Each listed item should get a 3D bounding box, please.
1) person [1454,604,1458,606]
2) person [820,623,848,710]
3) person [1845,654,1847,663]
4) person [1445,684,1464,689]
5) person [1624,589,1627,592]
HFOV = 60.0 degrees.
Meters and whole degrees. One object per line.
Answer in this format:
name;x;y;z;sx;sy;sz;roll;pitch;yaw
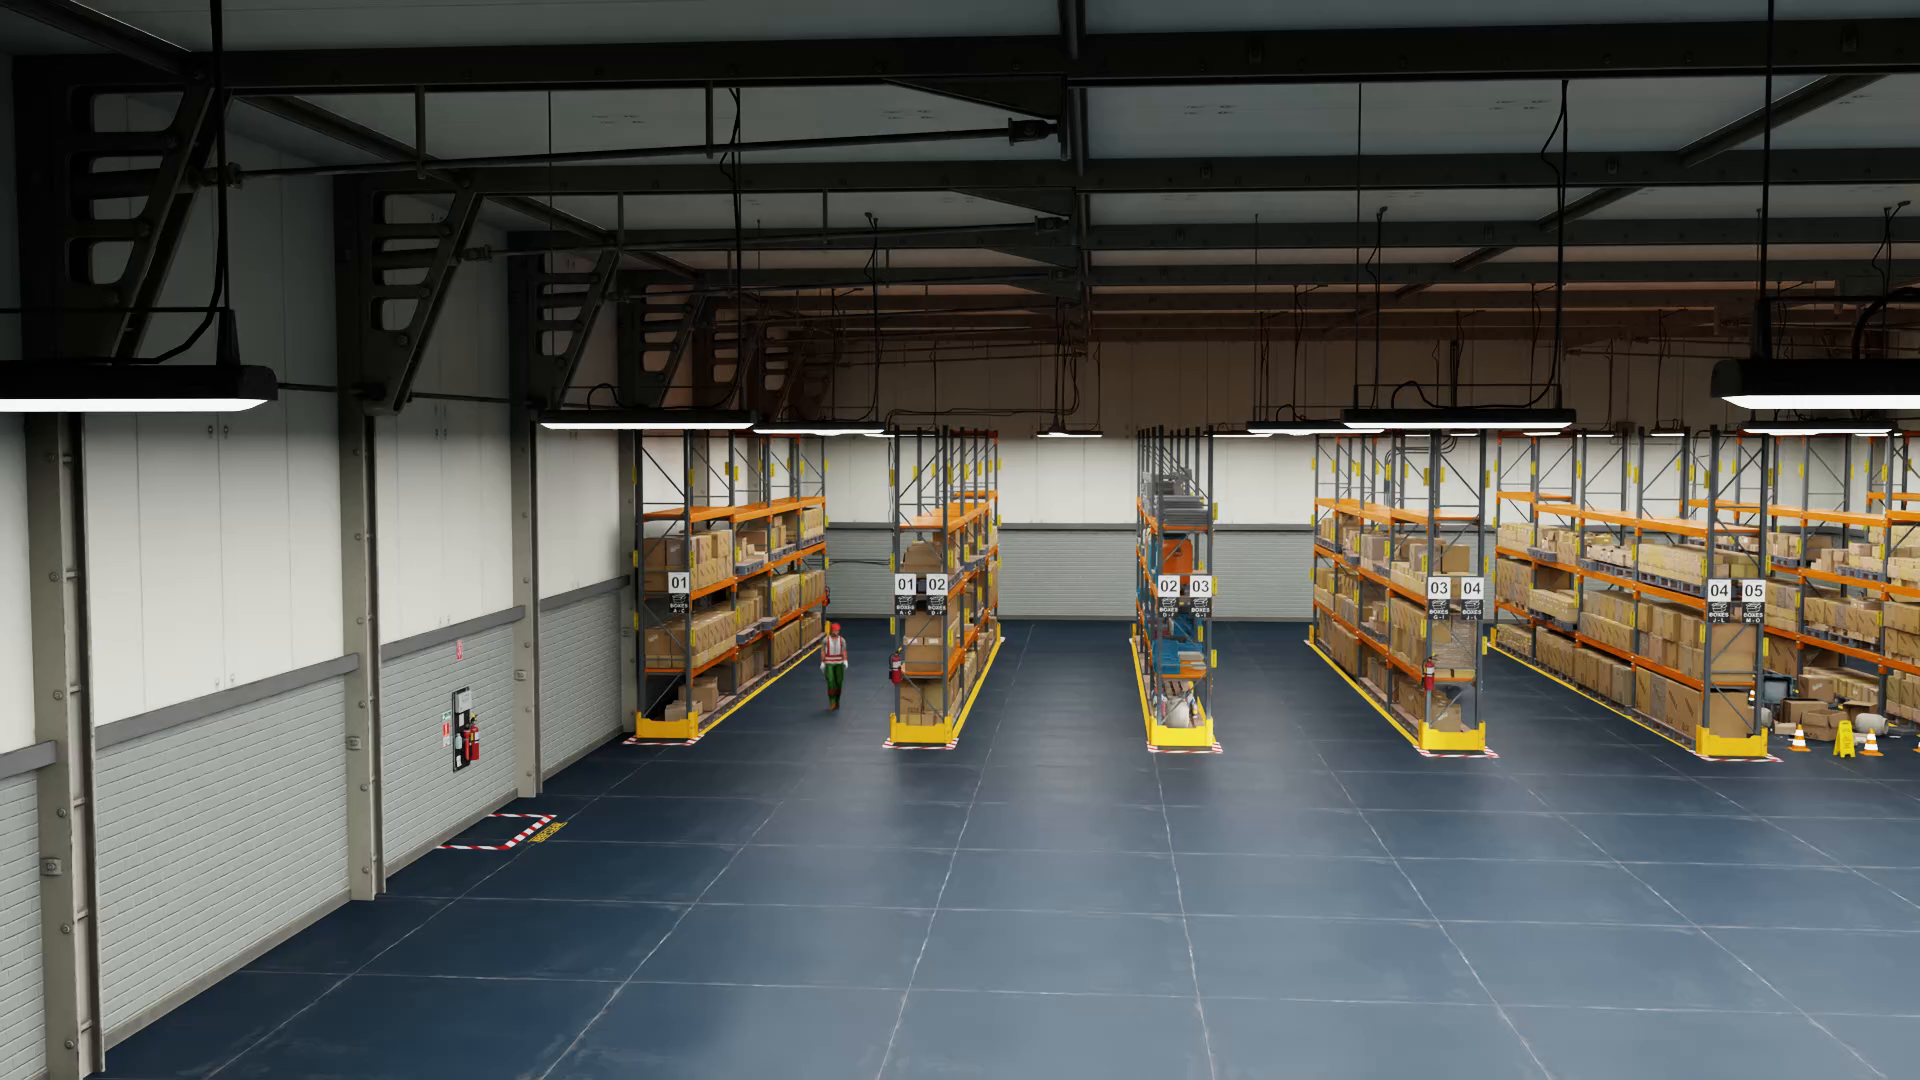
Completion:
person;12.684;2.313;42.678;0.457;1.647;0.535;-1;4;-18
person;-2.659;2.700;35.587;0.562;1.804;0.671;-1;4;-18
person;22.568;2.291;42.642;0.540;1.785;0.554;-1;4;-16
person;11.267;2.545;38.189;0.625;1.777;0.605;1;4;18
person;17.882;2.247;44.644;0.517;1.668;0.588;-2;4;-26
